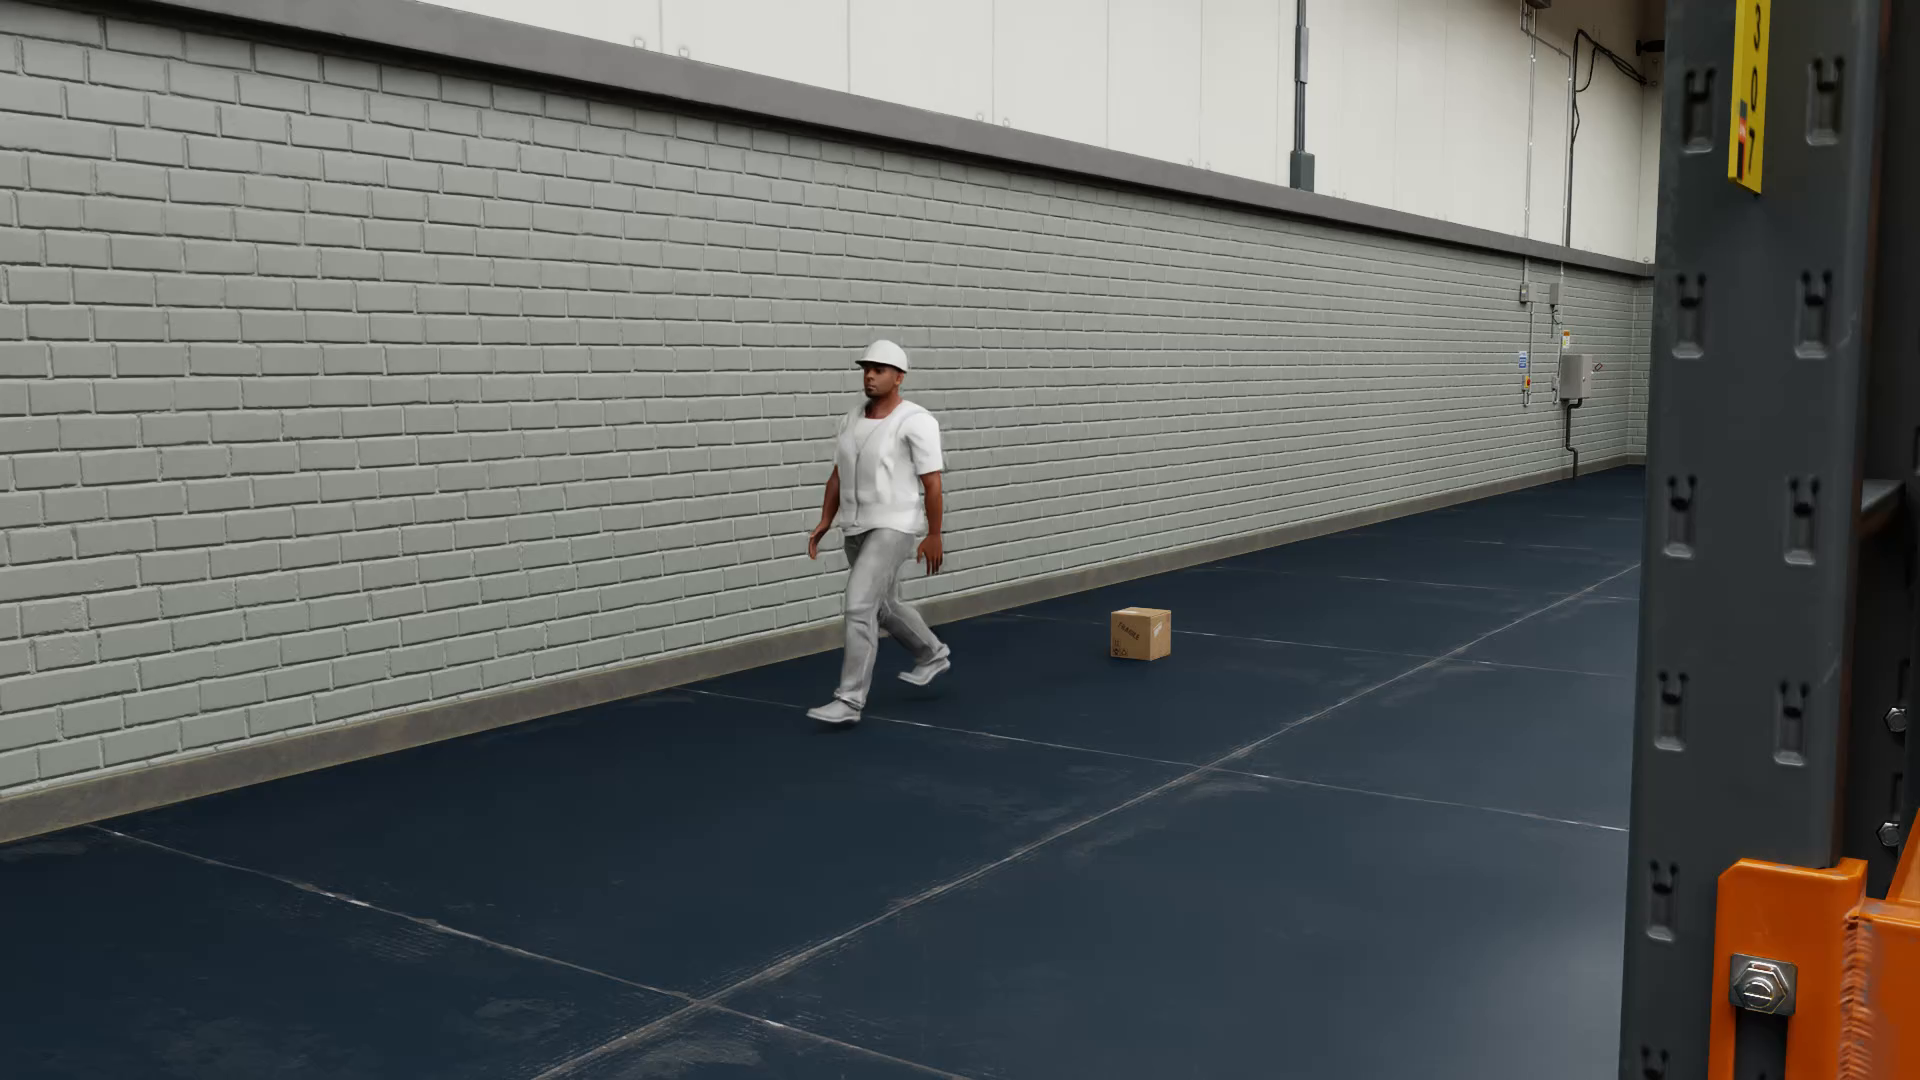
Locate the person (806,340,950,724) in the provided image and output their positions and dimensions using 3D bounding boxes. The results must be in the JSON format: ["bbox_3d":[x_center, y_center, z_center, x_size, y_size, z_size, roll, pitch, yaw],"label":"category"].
[{"bbox_3d":[-0.374,-0.056,7.687,0.564,1.725,1.037,6,9,44],"label":"person"}]
